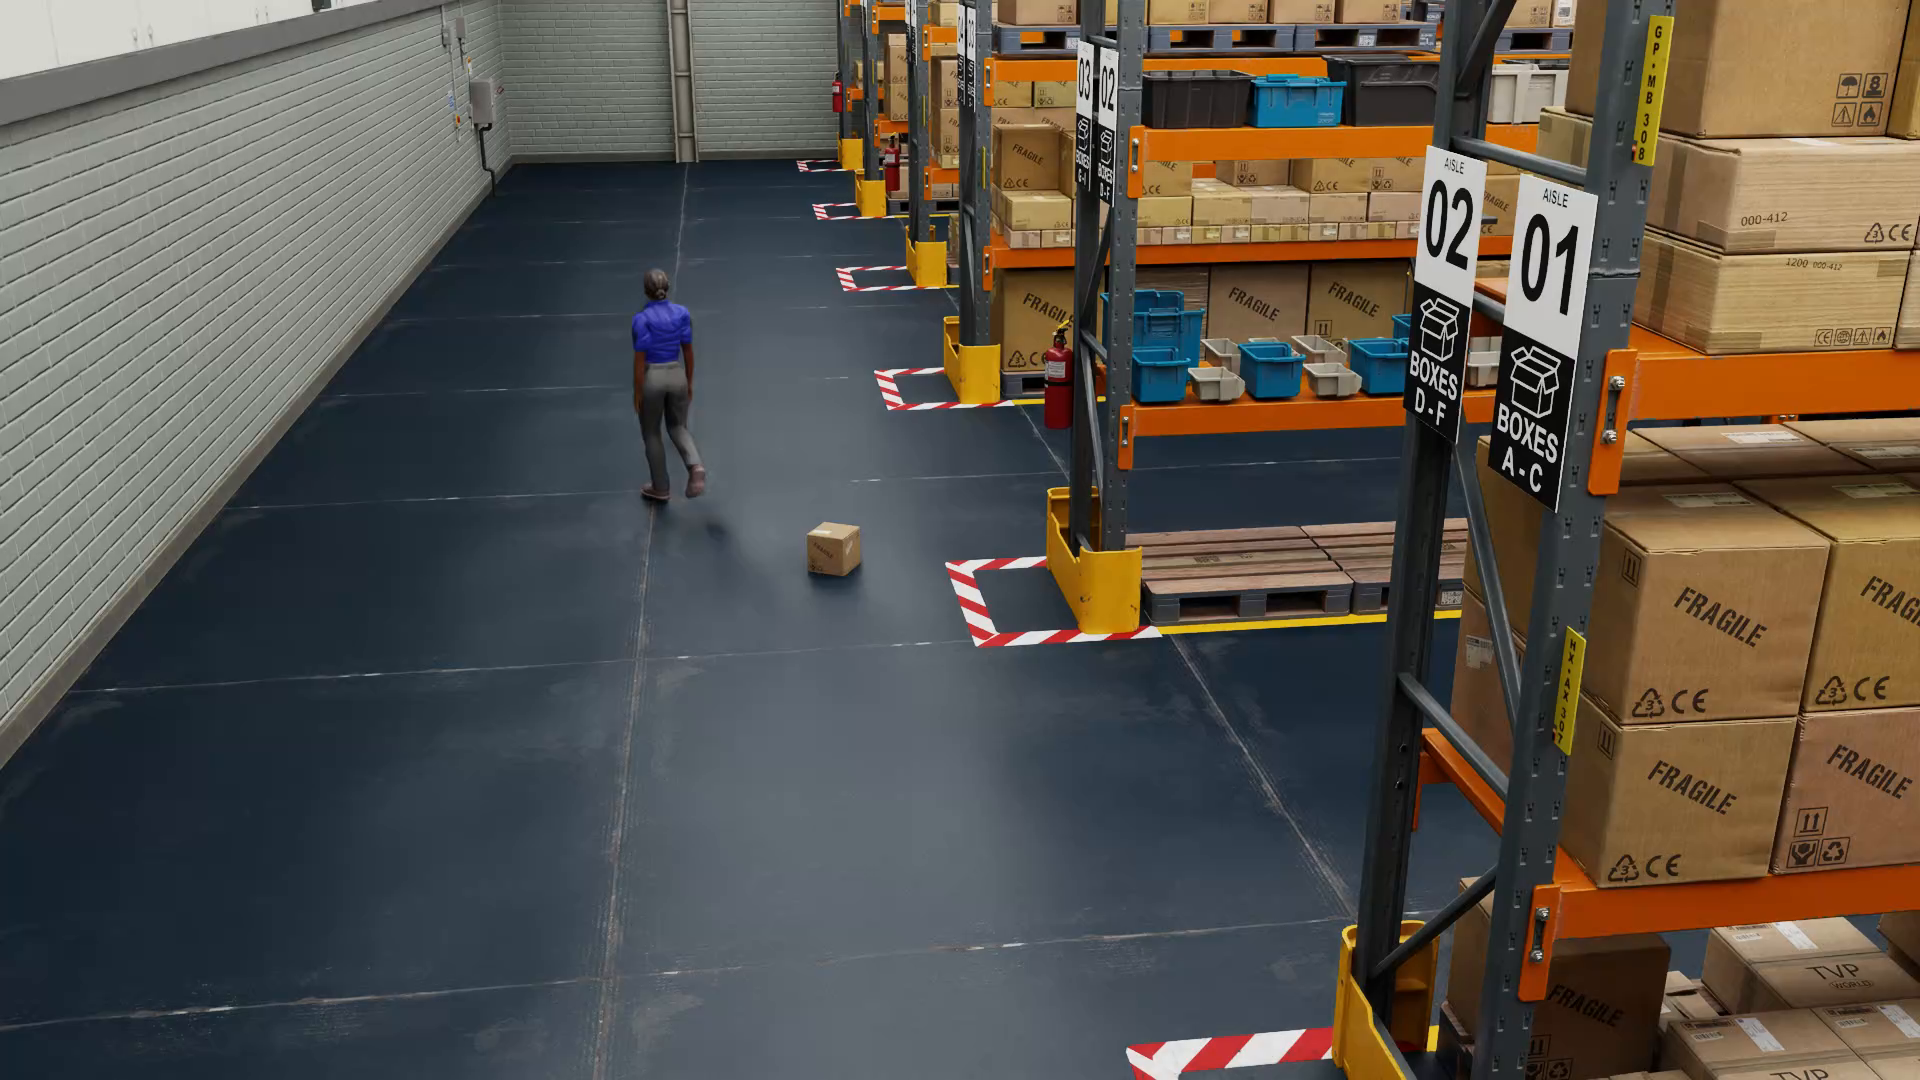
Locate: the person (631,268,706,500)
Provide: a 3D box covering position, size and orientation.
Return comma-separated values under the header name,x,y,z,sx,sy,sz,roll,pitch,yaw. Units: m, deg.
name,x,y,z,sx,sy,sz,roll,pitch,yaw
person,-2.013,-1.048,11.386,0.447,1.638,0.605,-14,24,-34
